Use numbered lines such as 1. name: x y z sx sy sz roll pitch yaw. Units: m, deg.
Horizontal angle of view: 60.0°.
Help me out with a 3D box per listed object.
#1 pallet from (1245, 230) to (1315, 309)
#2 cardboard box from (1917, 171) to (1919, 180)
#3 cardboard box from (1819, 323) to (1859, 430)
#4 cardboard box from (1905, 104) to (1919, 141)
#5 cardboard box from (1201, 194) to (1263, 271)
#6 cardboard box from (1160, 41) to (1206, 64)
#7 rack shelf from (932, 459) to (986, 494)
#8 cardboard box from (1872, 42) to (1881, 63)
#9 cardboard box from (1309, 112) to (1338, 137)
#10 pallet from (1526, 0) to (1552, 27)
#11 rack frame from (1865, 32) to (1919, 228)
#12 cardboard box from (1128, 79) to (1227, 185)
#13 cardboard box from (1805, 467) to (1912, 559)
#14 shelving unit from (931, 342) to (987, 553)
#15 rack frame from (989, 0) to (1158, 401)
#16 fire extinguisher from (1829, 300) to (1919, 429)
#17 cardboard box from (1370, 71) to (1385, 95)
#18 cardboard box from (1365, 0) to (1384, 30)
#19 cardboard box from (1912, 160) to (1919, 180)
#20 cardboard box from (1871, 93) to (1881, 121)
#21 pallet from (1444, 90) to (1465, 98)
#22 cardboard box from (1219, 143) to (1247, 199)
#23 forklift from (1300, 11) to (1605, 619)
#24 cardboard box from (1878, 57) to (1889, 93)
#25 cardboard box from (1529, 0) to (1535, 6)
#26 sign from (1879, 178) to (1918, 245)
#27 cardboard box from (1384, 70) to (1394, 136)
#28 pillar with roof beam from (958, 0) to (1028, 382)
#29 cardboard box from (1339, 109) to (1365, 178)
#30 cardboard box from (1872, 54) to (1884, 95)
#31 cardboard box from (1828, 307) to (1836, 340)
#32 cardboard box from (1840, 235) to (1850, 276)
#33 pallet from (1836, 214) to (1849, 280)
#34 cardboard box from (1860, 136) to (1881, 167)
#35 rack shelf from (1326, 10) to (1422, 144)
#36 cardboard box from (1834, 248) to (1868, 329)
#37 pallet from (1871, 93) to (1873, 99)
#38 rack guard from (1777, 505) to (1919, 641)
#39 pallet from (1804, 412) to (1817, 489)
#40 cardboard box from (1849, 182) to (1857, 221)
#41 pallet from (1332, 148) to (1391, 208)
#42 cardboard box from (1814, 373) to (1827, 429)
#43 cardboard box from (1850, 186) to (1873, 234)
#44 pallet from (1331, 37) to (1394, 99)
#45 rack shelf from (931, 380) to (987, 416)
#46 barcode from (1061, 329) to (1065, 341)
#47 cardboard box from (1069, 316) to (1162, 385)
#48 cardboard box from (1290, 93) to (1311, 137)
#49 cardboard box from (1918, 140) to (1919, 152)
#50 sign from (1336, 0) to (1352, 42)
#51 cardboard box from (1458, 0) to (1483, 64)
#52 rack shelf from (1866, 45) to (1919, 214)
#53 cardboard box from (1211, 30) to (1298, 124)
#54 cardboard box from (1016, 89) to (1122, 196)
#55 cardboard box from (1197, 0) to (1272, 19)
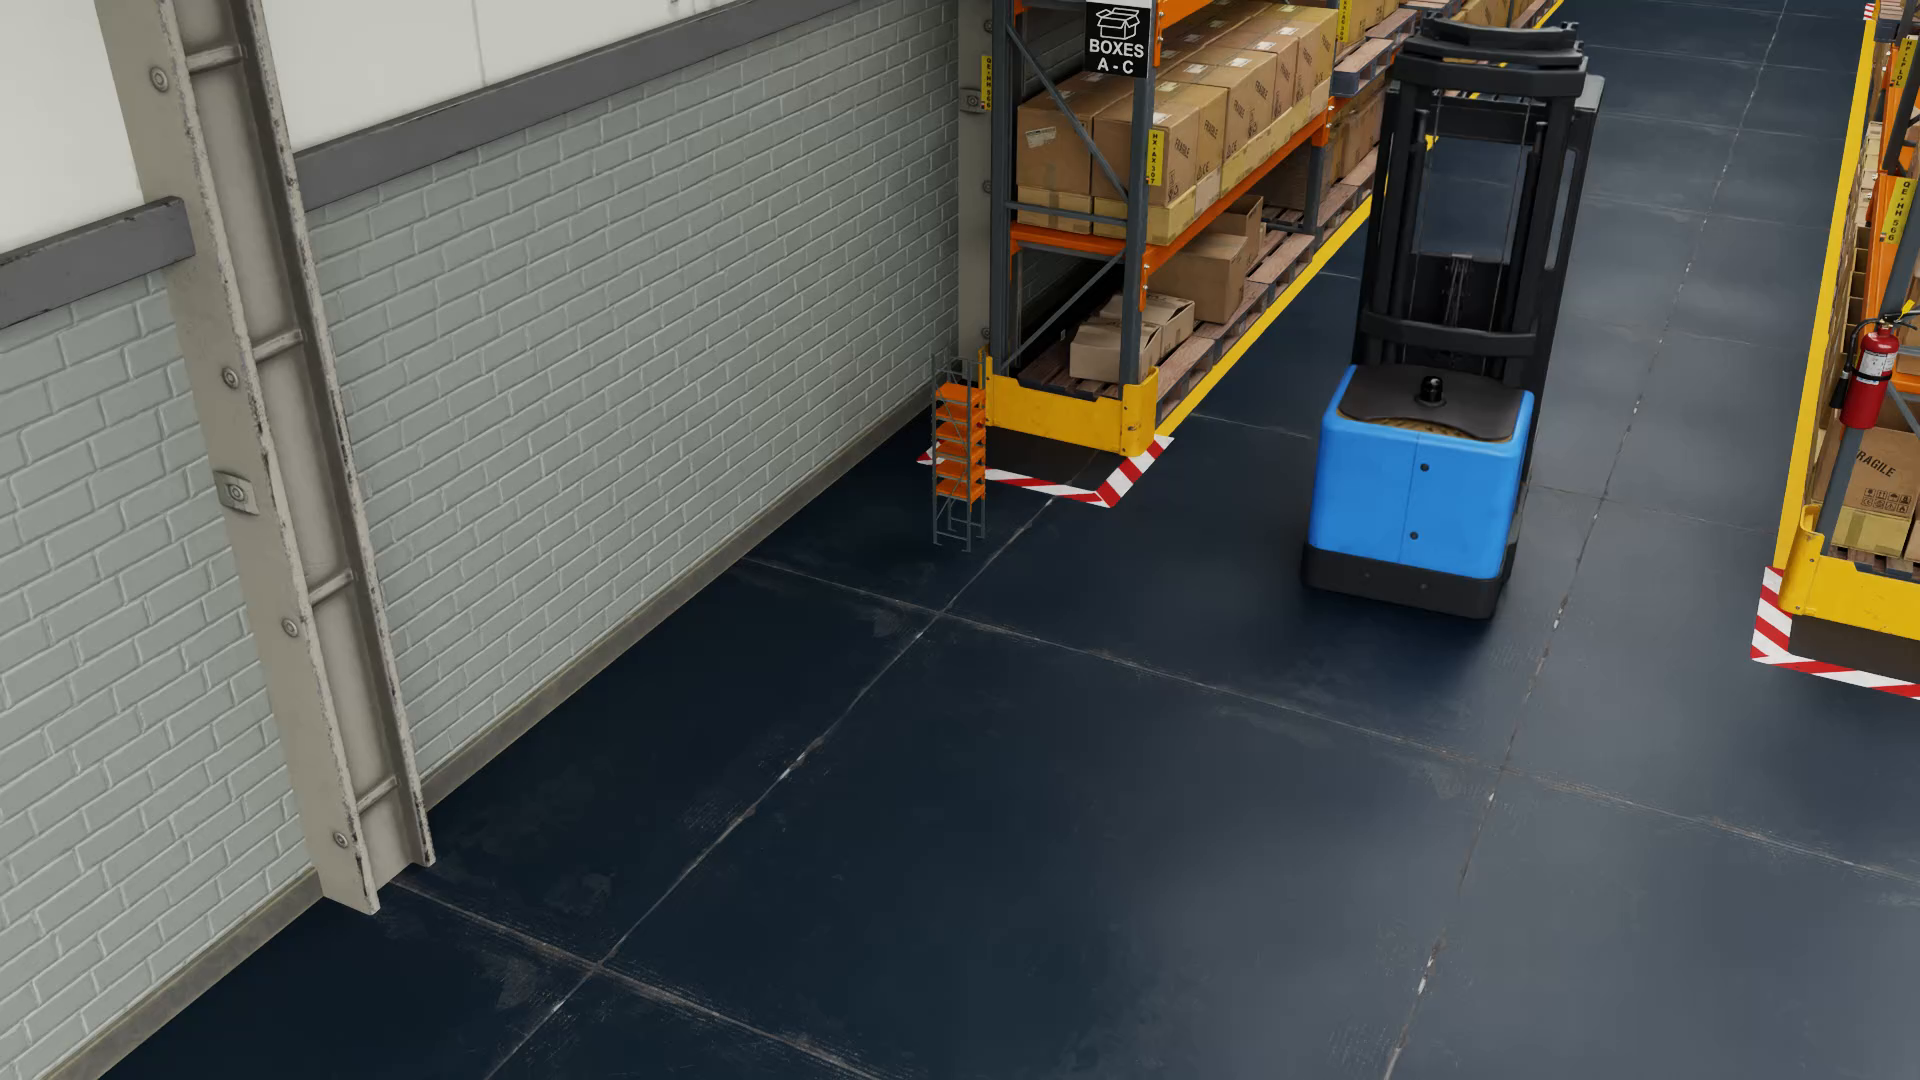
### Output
1. pallet: 2.209 -2.255 13.464 1.003 0.211 1.213 14 33 23
2. cardboard box: 5.782 -2.100 9.642 0.380 0.149 0.250 14 33 23
3. cardboard box: 5.494 -0.941 9.963 0.500 0.500 0.500 14 33 23
4. cardboard box: 7.132 -3.021 12.133 0.396 0.266 0.258 13 33 22
5. cardboard box: 2.046 -2.407 12.998 0.500 0.500 0.500 12 32 20
6. cardboard box: 1.386 -3.197 11.682 0.500 0.500 0.500 15 33 24
7. rack shelf: -0.007 -0.371 9.522 0.258 0.103 0.180 14 33 23
8. cardboard box: 10.546 -5.618 18.589 0.500 0.500 0.500 14 33 23
9. cardboard box: 3.001 -3.728 14.544 0.500 0.250 0.500 14 33 22
10. pallet: 7.098 -6.969 21.674 1.003 0.211 1.213 14 33 23
11. rack frame: 6.895 -2.647 11.348 1.000 3.000 0.127 14 33 23
12. cardboard box: 1.380 -2.625 10.687 0.500 0.500 0.500 14 33 23
13. cardboard box: 5.054 -0.169 9.371 0.500 0.250 0.500 14 33 23
14. shelving unit: -0.007 -0.514 9.440 0.258 1.200 0.189 14 33 23
15. rack frame: 0.661 -1.996 10.214 1.000 3.000 0.127 14 33 23
16. fire extinguisher: 4.605 -0.894 8.372 0.296 0.674 0.183 14 33 23
17. cardboard box: 3.708 -4.405 15.725 0.500 0.250 0.500 15 33 24
18. cardboard box: 3.278 -4.767 14.496 0.700 0.500 0.500 19 35 30
19. cardboard box: 6.464 -2.257 10.568 0.700 0.500 0.500 14 33 23
20. cardboard box: 8.934 -3.995 15.764 0.500 0.500 0.500 16 33 25
21. pallet: 4.732 -4.666 17.663 1.003 0.211 1.213 14 33 23
22. cardboard box: 1.627 -2.542 11.295 0.500 0.250 0.500 14 33 23
23. forklift: 2.907 -1.568 9.538 1.130 2.935 3.031 11 32 19
24. cardboard box: 8.956 -4.346 15.622 0.500 0.250 0.500 16 33 25
25. cardboard box: 7.027 -7.171 21.315 0.700 0.500 0.500 15 33 24
26. sign: 4.596 -1.608 8.138 0.100 0.325 0.005 14 33 23
27. cardboard box: 4.024 -4.319 16.327 0.700 0.500 0.500 15 33 24
28. pillar with roof beam: 4.042 -4.128 7.902 9.100 9.000 0.400 14 33 23
29. cardboard box: 3.263 -3.664 15.187 0.700 0.500 0.500 15 33 24
30. cardboard box: 9.634 -4.683 16.961 0.500 0.500 0.500 15 33 24
31. cardboard box: 6.414 -1.500 11.690 0.500 0.250 0.500 14 33 23
32. cardboard box: 7.058 -2.111 12.753 0.500 0.250 0.500 14 33 23
33. pallet: 7.750 -2.317 13.572 1.003 0.211 1.213 14 33 23
34. cardboard box: 7.985 -3.253 14.179 0.500 0.311 0.500 13 33 22
35. rack shelf: 3.394 -4.344 15.025 1.077 0.370 4.000 14 33 23
36. cardboard box: 6.184 -1.604 11.118 0.500 0.500 0.500 14 33 23
37. pallet: 10.202 -4.615 17.576 1.003 0.211 1.213 14 33 23
38. rack guard: 5.062 0.220 8.864 1.175 0.500 0.348 14 33 23
39. pallet: 5.941 -0.552 10.500 1.003 0.211 1.213 14 33 23
40. cardboard box: 7.757 -2.790 13.936 0.500 0.250 0.500 13 32 22
41. pallet: 3.391 -3.449 15.544 1.003 0.211 1.213 14 33 23
42. cardboard box: 5.726 -0.836 10.534 0.500 0.250 0.500 14 33 23
43. cardboard box: 7.285 -2.578 13.003 0.500 0.311 0.500 14 33 23
44. pallet: 2.961 -3.992 13.882 1.003 0.211 1.213 14 33 23
45. rack shelf: -0.007 -0.788 9.283 0.258 0.103 0.180 14 33 23
46. barcode: 0.708 -1.410 11.443 0.001 0.075 0.075 14 33 23
47. cardboard box: 1.056 -1.307 11.273 0.500 0.311 0.500 11 32 18
48. cardboard box: 2.303 -3.215 12.468 0.500 0.250 0.500 14 33 23
49. cardboard box: 6.136 -2.444 10.242 0.380 0.149 0.250 13 32 22
50. sign: 2.970 -4.025 12.878 0.100 0.325 0.005 14 33 23
51. cardboard box: 5.162 -5.476 18.010 0.750 0.750 0.750 14 33 23
52. rack shelf: 7.806 -3.222 13.071 1.077 0.370 4.000 14 33 23
53. cardboard box: 2.082 -3.315 11.889 0.500 0.500 0.500 13 32 22
54. cardboard box: 0.686 -2.522 10.508 0.500 0.500 0.500 14 33 23
55. cardboard box: 2.083 -3.877 12.867 0.500 0.500 0.500 14 33 22
